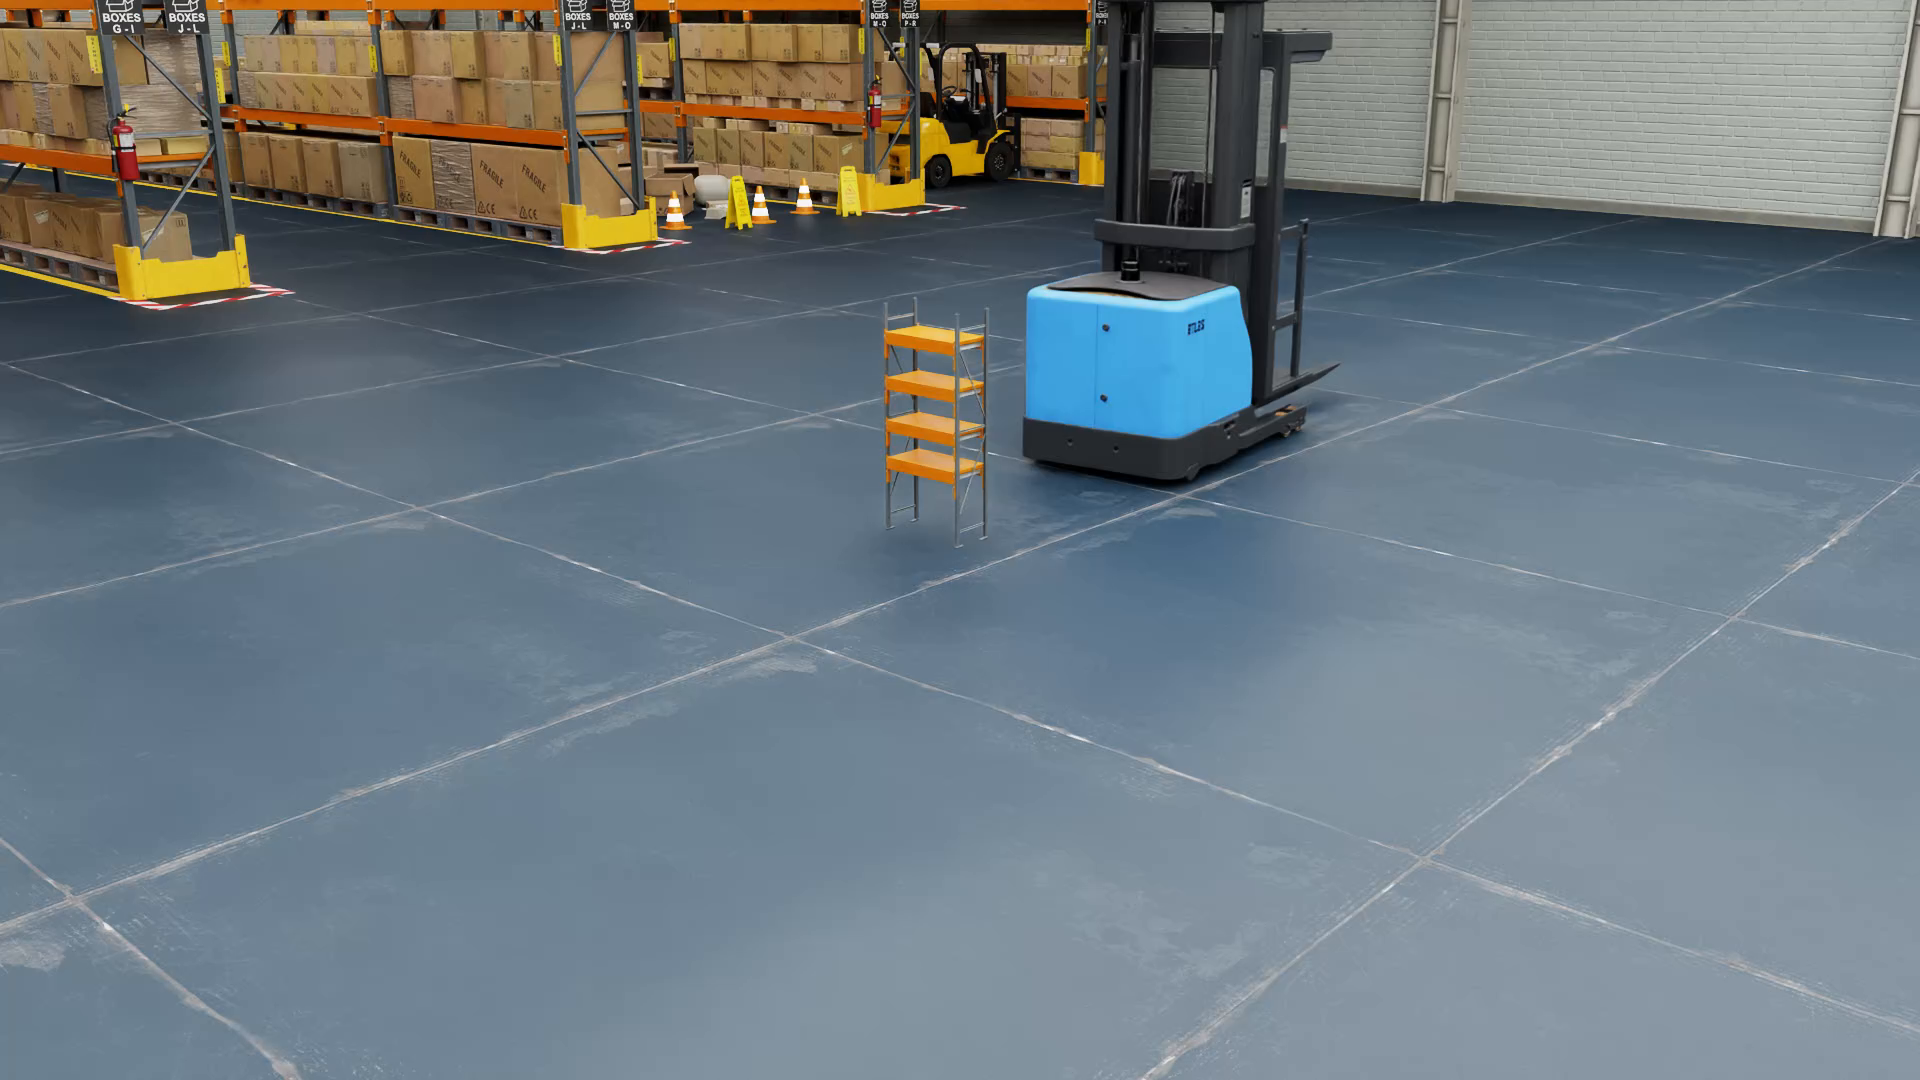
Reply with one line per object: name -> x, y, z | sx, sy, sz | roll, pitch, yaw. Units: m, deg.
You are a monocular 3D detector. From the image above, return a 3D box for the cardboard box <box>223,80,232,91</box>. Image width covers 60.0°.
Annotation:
cardboard box -> -10.799, -6.630, 24.264 | 0.250, 0.149, 0.380 | 16, 23, 40

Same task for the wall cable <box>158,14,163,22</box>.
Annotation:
wall cable -> -17.131, -10.927, 36.352 | 0.123, 1.953, 0.585 | 15, 23, 39

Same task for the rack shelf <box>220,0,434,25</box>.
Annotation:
rack shelf -> -8.629, -7.240, 22.695 | 4.000, 0.370, 1.077 | 15, 23, 39

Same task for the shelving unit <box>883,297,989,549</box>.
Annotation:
shelving unit -> -0.124, -0.605, 8.535 | 0.503, 1.200, 0.258 | 15, 23, 39

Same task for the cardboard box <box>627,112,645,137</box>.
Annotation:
cardboard box -> -6.402, -8.482, 33.818 | 0.500, 0.500, 0.500 | 16, 24, 42

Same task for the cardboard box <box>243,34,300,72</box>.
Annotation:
cardboard box -> -9.796, -6.986, 23.848 | 0.500, 0.500, 0.700 | 15, 23, 39

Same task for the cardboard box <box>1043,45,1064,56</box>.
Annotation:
cardboard box -> 1.534, -7.824, 26.576 | 0.250, 0.149, 0.380 | 16, 23, 40

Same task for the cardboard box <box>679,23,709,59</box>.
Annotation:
cardboard box -> -3.738, -7.420, 24.723 | 0.500, 0.500, 0.700 | 15, 23, 39

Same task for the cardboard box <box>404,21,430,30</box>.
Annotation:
cardboard box -> -9.971, -9.453, 30.549 | 0.250, 0.149, 0.380 | 15, 23, 38

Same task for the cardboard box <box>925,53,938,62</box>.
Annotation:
cardboard box -> -0.373, -8.197, 28.243 | 0.250, 0.149, 0.380 | 16, 23, 41

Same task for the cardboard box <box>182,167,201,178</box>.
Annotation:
cardboard box -> -11.583, -5.844, 25.504 | 0.500, 0.500, 0.500 | 14, 22, 37

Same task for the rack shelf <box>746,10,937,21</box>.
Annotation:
rack shelf -> -2.127, -9.504, 29.829 | 4.000, 0.370, 1.077 | 15, 23, 39

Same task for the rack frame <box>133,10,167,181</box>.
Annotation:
rack frame -> -13.117, -7.357, 26.836 | 0.127, 3.000, 1.000 | 15, 23, 39

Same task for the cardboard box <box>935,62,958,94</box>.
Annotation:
cardboard box -> -0.072, -7.814, 28.109 | 0.500, 0.500, 0.500 | 16, 23, 40

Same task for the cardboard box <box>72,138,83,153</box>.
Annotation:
cardboard box -> -8.444, -3.879, 16.292 | 0.250, 0.149, 0.380 | 15, 23, 39

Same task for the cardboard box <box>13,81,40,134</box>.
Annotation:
cardboard box -> -9.068, -4.439, 16.982 | 0.500, 0.500, 0.875 | 15, 23, 39

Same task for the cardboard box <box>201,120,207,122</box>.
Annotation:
cardboard box -> -12.016, -6.525, 26.411 | 0.500, 0.250, 0.500 | 16, 24, 42

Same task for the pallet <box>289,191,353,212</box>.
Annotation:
pallet -> -8.677, -4.805, 23.403 | 1.213, 0.211, 1.003 | 15, 23, 39

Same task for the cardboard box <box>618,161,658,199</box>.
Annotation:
cardboard box -> -4.631, -4.929, 23.086 | 0.503, 0.637, 0.797 | 15, 23, 39

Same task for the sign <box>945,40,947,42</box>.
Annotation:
sign -> -0.264, -8.591, 29.162 | 0.005, 0.325, 0.100 | 15, 23, 39

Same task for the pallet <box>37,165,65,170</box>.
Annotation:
pallet -> -15.468, -6.645, 29.201 | 1.213, 0.211, 1.003 | 15, 23, 39

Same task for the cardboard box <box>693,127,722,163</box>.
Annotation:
cardboard box -> -3.661, -5.959, 25.041 | 0.500, 0.500, 0.500 | 16, 24, 42

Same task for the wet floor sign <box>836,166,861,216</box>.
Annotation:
wet floor sign -> -1.500, -4.686, 22.310 | 0.267, 0.644, 0.232 | -9, 20, -27

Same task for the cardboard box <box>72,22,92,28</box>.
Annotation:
cardboard box -> -14.038, -8.159, 27.052 | 0.500, 0.500, 0.500 | 14, 22, 38

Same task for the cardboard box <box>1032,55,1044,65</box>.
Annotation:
cardboard box -> 1.373, -7.738, 26.797 | 0.250, 0.149, 0.380 | 15, 23, 39

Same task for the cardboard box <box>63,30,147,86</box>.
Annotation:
cardboard box -> -8.085, -4.567, 15.732 | 0.500, 0.500, 0.500 | 15, 23, 39

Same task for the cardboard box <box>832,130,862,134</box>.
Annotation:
cardboard box -> -1.763, -5.668, 24.125 | 0.500, 0.500, 0.500 | 14, 22, 37

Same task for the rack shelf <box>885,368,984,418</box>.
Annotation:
rack shelf -> -0.124, -0.754, 8.488 | 0.480, 0.148, 0.258 | 15, 23, 39

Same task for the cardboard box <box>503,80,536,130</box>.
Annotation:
cardboard box -> -4.875, -5.189, 19.756 | 0.550, 0.550, 0.875 | 15, 23, 39

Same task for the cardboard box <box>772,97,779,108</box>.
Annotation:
cardboard box -> -2.484, -6.306, 23.940 | 0.250, 0.149, 0.380 | 15, 23, 39

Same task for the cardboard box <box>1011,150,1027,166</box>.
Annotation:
cardboard box -> 1.065, -6.329, 27.446 | 0.500, 0.250, 0.500 | 15, 23, 40

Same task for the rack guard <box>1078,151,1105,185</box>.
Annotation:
rack guard -> 2.378, -6.016, 26.741 | 0.348, 0.500, 1.175 | 15, 23, 39

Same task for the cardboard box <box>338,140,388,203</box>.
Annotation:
cardboard box -> -7.657, -4.983, 22.380 | 0.750, 0.750, 1.050 | 15, 23, 39

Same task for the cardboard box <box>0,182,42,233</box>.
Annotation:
cardboard box -> -10.946, -3.796, 19.018 | 0.500, 0.500, 0.700 | 13, 22, 35

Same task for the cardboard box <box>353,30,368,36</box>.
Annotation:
cardboard box -> -10.817, -9.158, 30.691 | 0.500, 0.500, 0.500 | 15, 23, 38

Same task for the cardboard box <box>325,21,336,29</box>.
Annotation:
cardboard box -> -11.685, -9.679, 31.262 | 0.250, 0.149, 0.380 | 14, 23, 38

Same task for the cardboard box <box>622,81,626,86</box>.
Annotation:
cardboard box -> -5.086, -7.164, 25.946 | 0.250, 0.149, 0.380 | 15, 23, 40

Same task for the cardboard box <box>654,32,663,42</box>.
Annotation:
cardboard box -> -4.921, -7.959, 26.309 | 0.250, 0.149, 0.380 | 17, 24, 42

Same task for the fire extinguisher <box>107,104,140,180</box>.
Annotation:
fire extinguisher -> -7.730, -3.682, 15.383 | 0.183, 0.674, 0.296 | 15, 23, 39

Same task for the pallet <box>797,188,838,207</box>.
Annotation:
pallet -> -1.572, -4.945, 23.846 | 1.213, 0.211, 1.003 | 15, 23, 39

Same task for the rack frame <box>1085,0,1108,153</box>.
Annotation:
rack frame -> 2.360, -7.212, 26.378 | 0.127, 3.000, 1.000 | 15, 23, 39

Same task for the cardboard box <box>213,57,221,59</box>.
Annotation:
cardboard box -> -11.127, -7.266, 25.284 | 0.250, 0.149, 0.380 | 16, 24, 42

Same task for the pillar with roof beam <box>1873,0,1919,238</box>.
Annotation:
pillar with roof beam -> 8.556, -7.032, 15.892 | 0.400, 9.000, 9.100 | 15, 23, 39

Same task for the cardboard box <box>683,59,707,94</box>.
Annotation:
cardboard box -> -3.779, -6.929, 24.830 | 0.500, 0.500, 0.500 | 15, 23, 39

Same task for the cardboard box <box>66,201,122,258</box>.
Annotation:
cardboard box -> -8.891, -3.226, 17.257 | 0.500, 0.500, 0.500 | -16, 23, -41

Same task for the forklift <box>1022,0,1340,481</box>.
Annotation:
forklift -> 1.604, -2.127, 10.468 | 1.130, 2.935, 3.031 | 11, 21, 32

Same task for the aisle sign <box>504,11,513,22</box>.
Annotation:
aisle sign -> -9.853, -11.611, 35.941 | 0.004, 0.787, 0.394 | 15, 23, 39

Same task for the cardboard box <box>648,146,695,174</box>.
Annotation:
cardboard box -> -4.317, -5.944, 26.031 | 0.625, 0.372, 0.950 | 15, 23, 40

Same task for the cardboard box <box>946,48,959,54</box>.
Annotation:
cardboard box -> -0.013, -8.226, 27.845 | 0.250, 0.149, 0.380 | 16, 23, 40

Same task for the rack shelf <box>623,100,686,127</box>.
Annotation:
rack shelf -> -5.419, -6.950, 26.741 | 4.000, 0.370, 1.077 | 15, 23, 39

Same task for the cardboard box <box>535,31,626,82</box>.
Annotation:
cardboard box -> -4.393, -5.617, 19.320 | 0.550, 0.550, 0.875 | 15, 23, 39
